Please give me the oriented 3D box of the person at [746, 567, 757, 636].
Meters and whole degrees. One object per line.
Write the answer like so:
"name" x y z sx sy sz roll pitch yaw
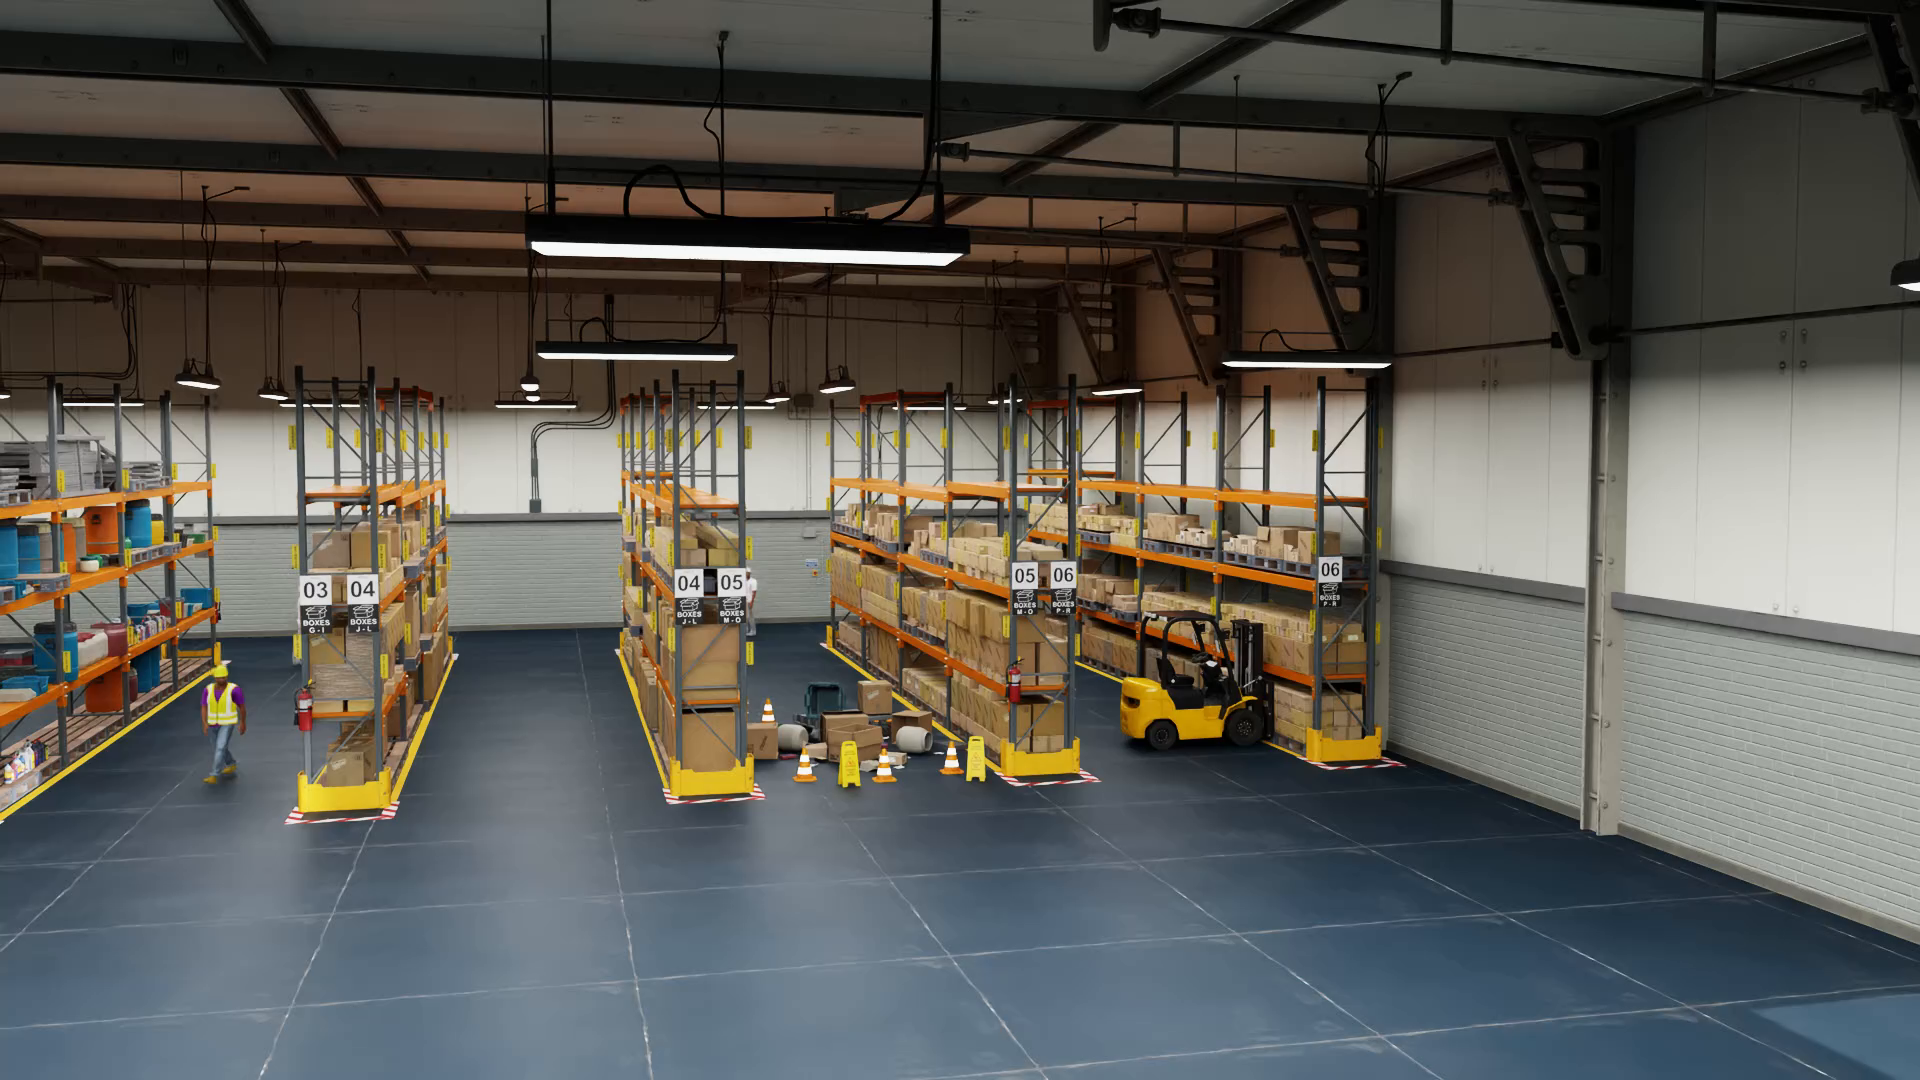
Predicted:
"person" -5.472 1.602 42.423 0.643 1.821 0.535 3 5 44

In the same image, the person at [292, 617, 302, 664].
"person" -14.569 1.904 37.195 0.511 1.779 0.801 3 4 39

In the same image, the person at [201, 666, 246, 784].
"person" -10.874 2.693 24.434 0.564 1.692 1.110 0 3 3
